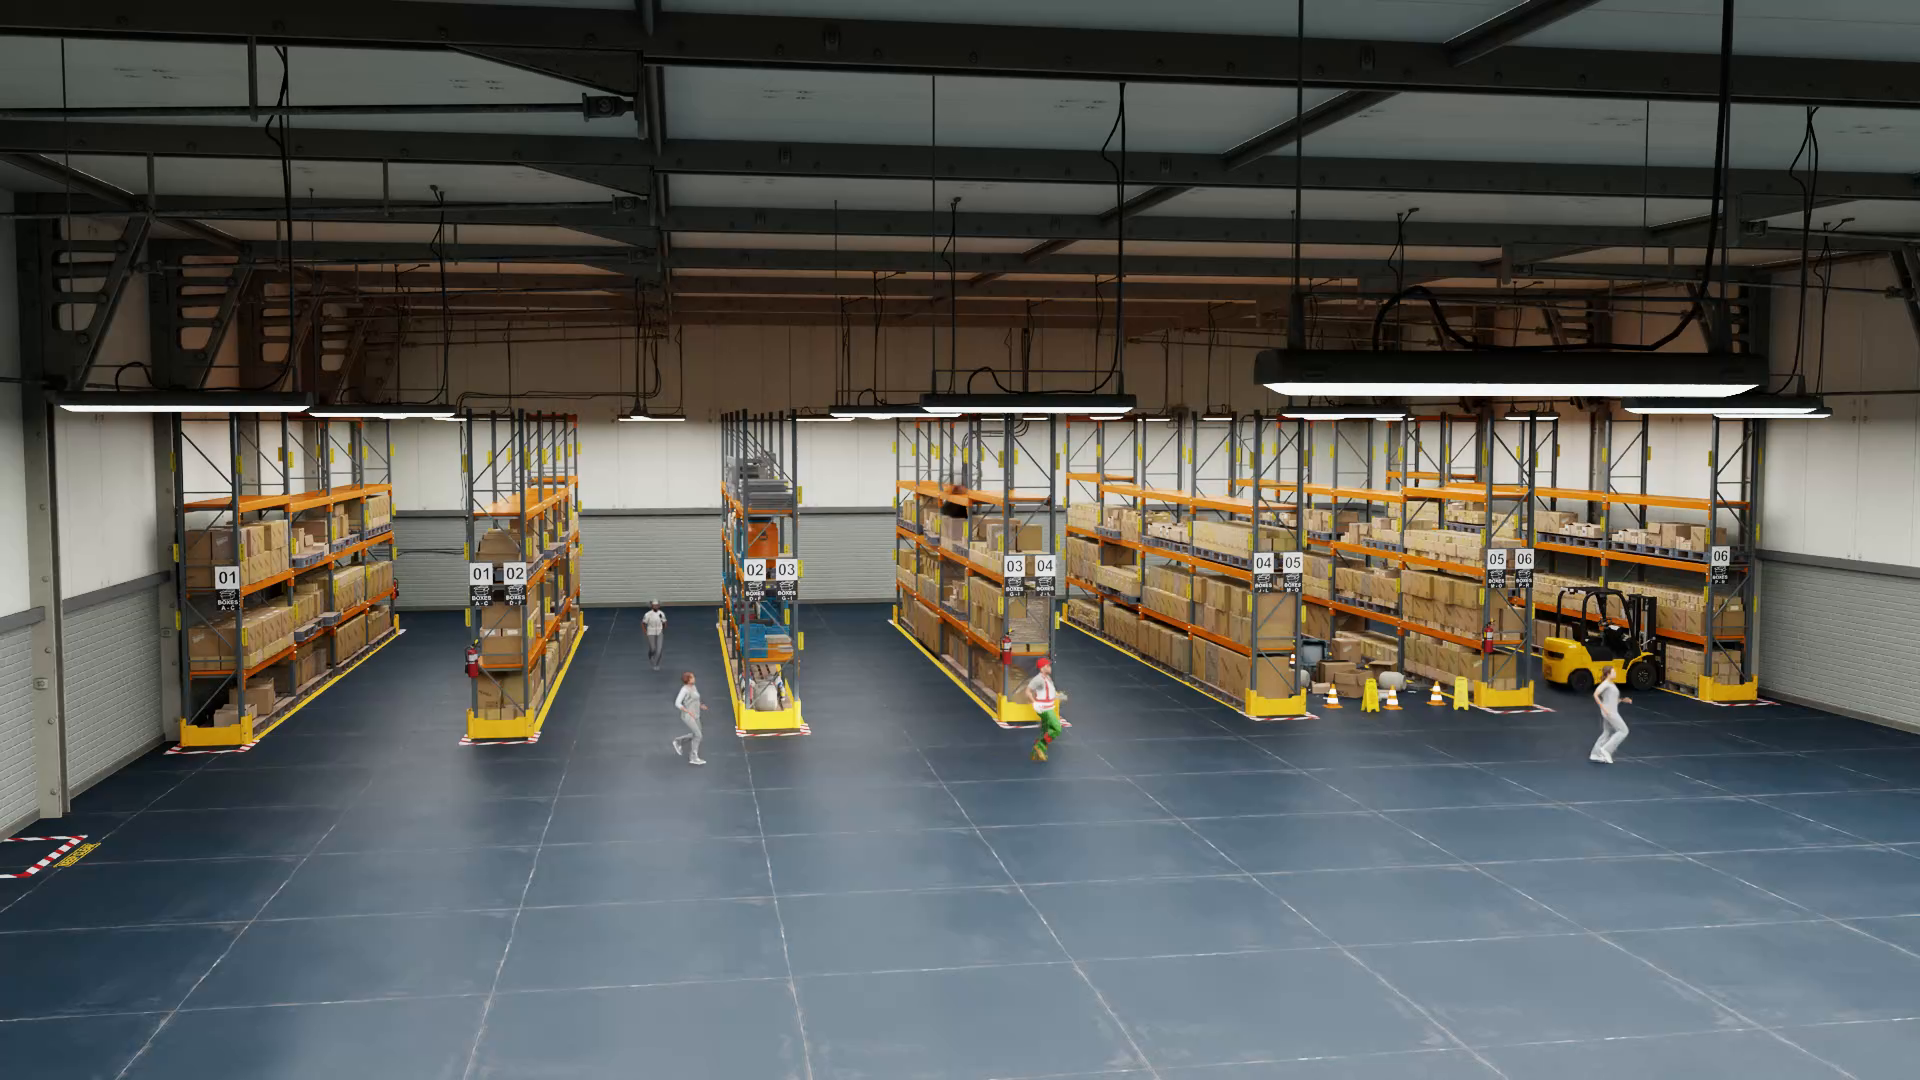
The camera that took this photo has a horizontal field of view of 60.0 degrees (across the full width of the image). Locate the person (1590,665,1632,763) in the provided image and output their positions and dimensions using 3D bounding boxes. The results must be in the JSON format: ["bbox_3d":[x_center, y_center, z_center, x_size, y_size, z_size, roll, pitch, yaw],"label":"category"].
[{"bbox_3d":[10.963,2.929,27.993,0.649,1.640,0.536,2,4,26],"label":"person"}]

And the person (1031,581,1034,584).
[{"bbox_3d":[2.187,1.787,45.722,0.635,1.523,0.518,0,4,1],"label":"person"}]

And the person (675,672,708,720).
[{"bbox_3d":[-4.487,2.628,27.975,0.414,0.786,0.567,1,4,16],"label":"person"}]

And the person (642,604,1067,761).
[{"bbox_3d":[-2.816,2.498,33.410,12.113,1.741,8.124,1,4,18],"label":"person"}]

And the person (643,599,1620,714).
[{"bbox_3d":[1.936,2.575,33.365,13.740,1.659,16.889,-1,4,-20],"label":"person"}]
